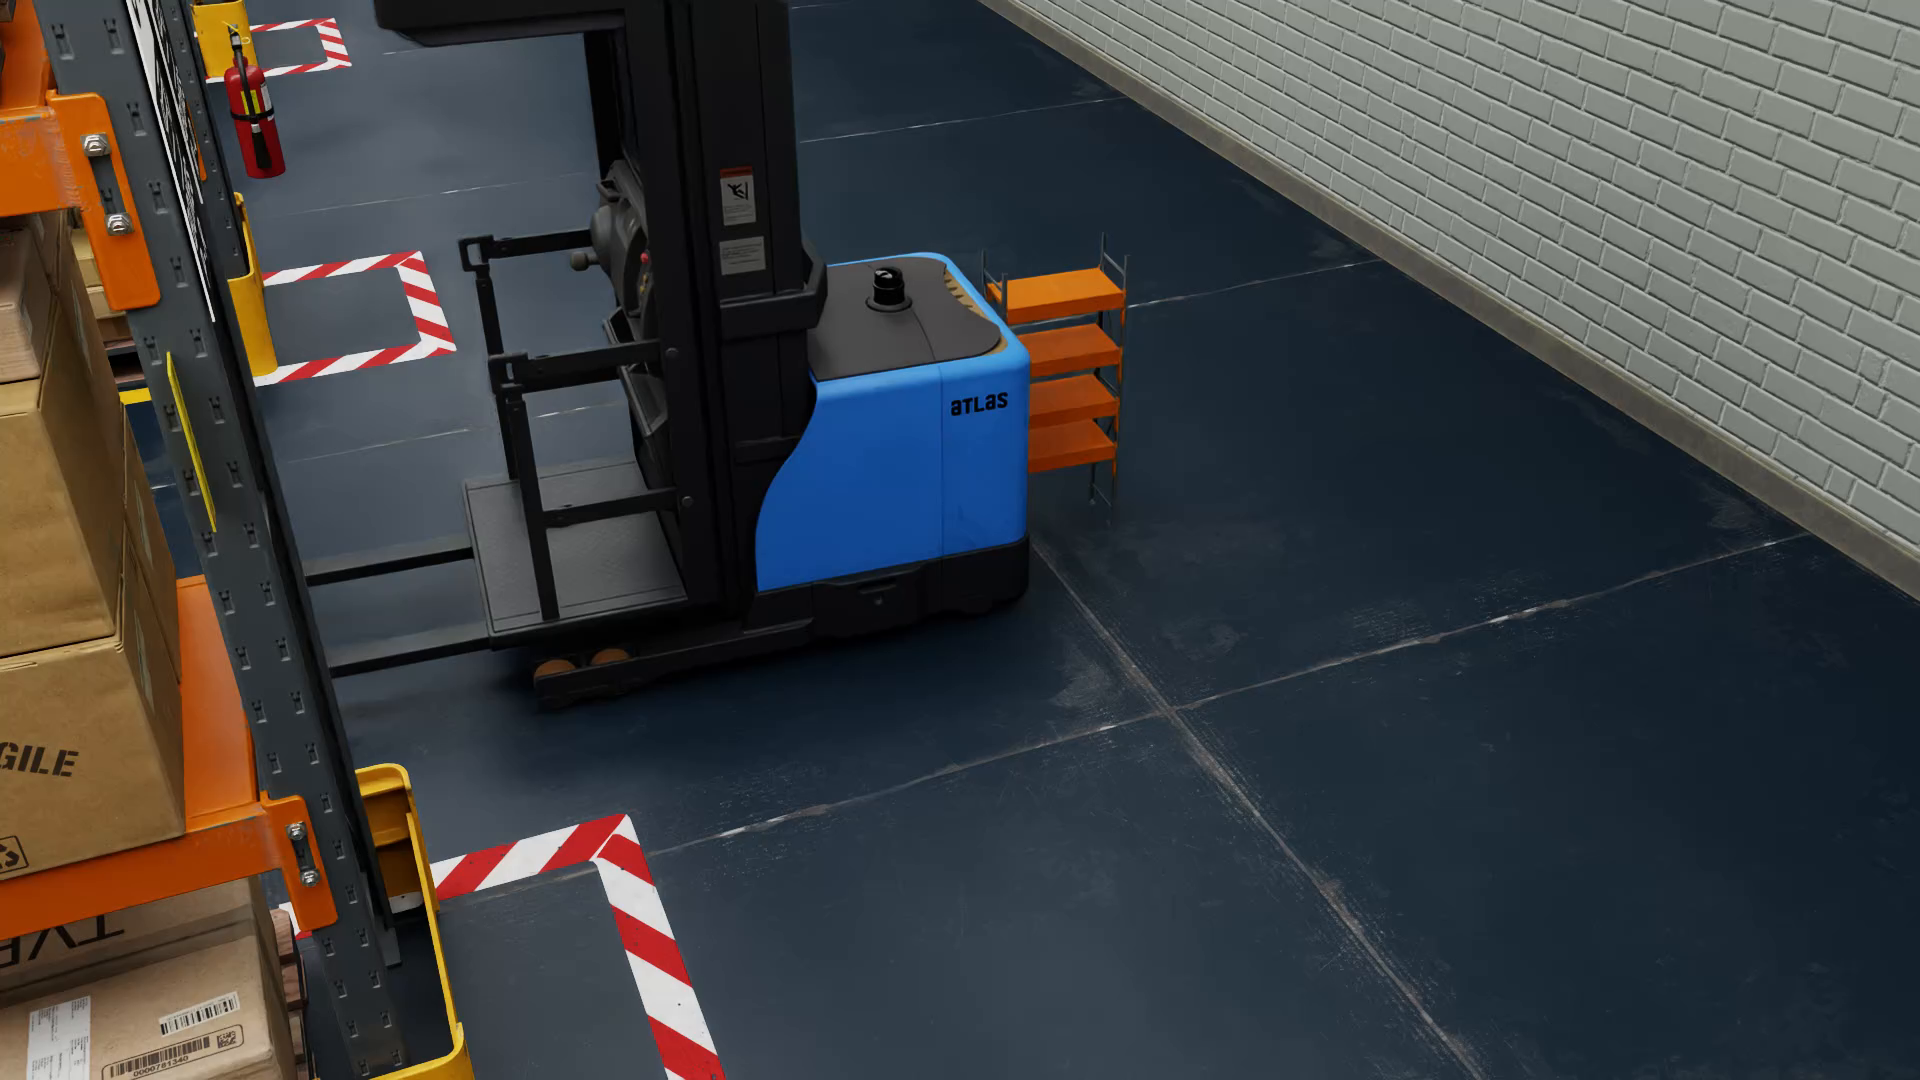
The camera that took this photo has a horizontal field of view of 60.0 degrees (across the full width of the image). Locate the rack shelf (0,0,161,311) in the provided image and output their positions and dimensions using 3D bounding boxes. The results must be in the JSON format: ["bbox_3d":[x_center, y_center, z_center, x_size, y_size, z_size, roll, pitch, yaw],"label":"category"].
[{"bbox_3d":[-3.421,-0.398,2.521,4.000,0.370,1.077,-13,35,-19],"label":"rack shelf"}]

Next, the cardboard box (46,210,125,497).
[{"bbox_3d":[-2.129,-0.368,3.556,0.500,0.500,0.500,-14,35,-20],"label":"cardboard box"}]

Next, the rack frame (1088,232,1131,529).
[{"bbox_3d":[0.588,-0.612,6.591,0.015,1.200,0.240,-11,35,-16],"label":"rack frame"}]

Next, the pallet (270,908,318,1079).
[{"bbox_3d":[-2.284,1.512,4.232,1.213,0.211,1.003,-13,35,-19],"label":"pallet"}]

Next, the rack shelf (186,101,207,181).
[{"bbox_3d":[-5.430,-1.609,7.132,4.000,0.370,1.077,-13,35,-19],"label":"rack shelf"}]

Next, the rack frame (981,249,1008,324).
[{"bbox_3d":[0.127,-0.524,6.456,0.015,1.200,0.240,-11,35,-16],"label":"rack frame"}]

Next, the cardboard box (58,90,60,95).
[{"bbox_3d":[-4.021,-1.983,7.277,0.250,0.149,0.380,-13,35,-19],"label":"cardboard box"}]

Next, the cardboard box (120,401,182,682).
[{"bbox_3d":[-2.130,0.050,3.831,0.500,0.500,0.500,-13,35,-19],"label":"cardboard box"}]

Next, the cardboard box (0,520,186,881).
[{"bbox_3d":[-1.919,0.328,3.403,0.500,0.500,0.500,-13,35,-19],"label":"cardboard box"}]

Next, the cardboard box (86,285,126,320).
[{"bbox_3d":[-3.962,-1.183,7.774,0.250,0.149,0.380,-14,36,-20],"label":"cardboard box"}]

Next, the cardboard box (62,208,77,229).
[{"bbox_3d":[-4.408,-1.504,7.995,0.250,0.149,0.380,-12,35,-18],"label":"cardboard box"}]

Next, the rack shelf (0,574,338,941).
[{"bbox_3d":[-3.421,0.859,3.339,4.000,0.370,1.077,-13,35,-19],"label":"rack shelf"}]

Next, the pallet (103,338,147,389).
[{"bbox_3d":[-4.419,-0.994,8.084,1.213,0.211,1.003,-13,35,-19],"label":"pallet"}]

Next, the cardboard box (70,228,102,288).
[{"bbox_3d":[-3.976,-1.324,7.718,0.250,0.149,0.380,-12,35,-18],"label":"cardboard box"}]

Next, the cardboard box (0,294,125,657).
[{"bbox_3d":[-1.929,-0.104,3.151,0.500,0.500,0.500,-12,35,-17],"label":"cardboard box"}]

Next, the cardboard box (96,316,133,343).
[{"bbox_3d":[-3.991,-1.098,7.915,0.250,0.149,0.380,-12,35,-18],"label":"cardboard box"}]

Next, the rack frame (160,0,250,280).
[{"bbox_3d":[-3.586,-2.333,7.584,0.127,3.000,1.000,-13,35,-19],"label":"rack frame"}]

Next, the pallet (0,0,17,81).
[{"bbox_3d":[-2.257,-0.923,2.749,1.213,0.211,1.003,-13,35,-19],"label":"pallet"}]

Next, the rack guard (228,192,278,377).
[{"bbox_3d":[-3.656,-1.269,8.241,0.348,0.500,1.175,-13,35,-19],"label":"rack guard"}]

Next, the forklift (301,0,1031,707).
[{"bbox_3d":[-1.311,-0.965,5.546,3.031,2.935,1.130,-11,35,-16],"label":"forklift"}]

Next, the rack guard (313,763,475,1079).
[{"bbox_3d":[-1.554,1.178,4.481,0.348,0.500,1.175,-13,35,-19],"label":"rack guard"}]

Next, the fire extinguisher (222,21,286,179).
[{"bbox_3d":[-3.175,-1.965,7.432,0.183,0.674,0.296,-13,35,-19],"label":"fire extinguisher"}]

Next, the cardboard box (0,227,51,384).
[{"bbox_3d":[-1.830,-0.421,3.044,0.250,0.149,0.380,-12,35,-18],"label":"cardboard box"}]

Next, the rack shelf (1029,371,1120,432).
[{"bbox_3d":[0.357,-0.512,6.560,0.480,0.148,0.258,-11,35,-16],"label":"rack shelf"}]

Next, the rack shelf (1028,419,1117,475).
[{"bbox_3d":[0.357,-0.345,6.668,0.480,0.148,0.258,-11,35,-16],"label":"rack shelf"}]

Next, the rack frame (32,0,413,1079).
[{"bbox_3d":[-1.577,0.135,3.792,0.127,3.000,1.000,-13,35,-19],"label":"rack frame"}]

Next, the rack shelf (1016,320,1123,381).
[{"bbox_3d":[0.357,-0.699,6.438,0.480,0.148,0.258,-11,35,-16],"label":"rack shelf"}]

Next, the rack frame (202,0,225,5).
[{"bbox_3d":[-5.413,-4.848,11.450,0.127,3.000,1.000,-13,35,-19],"label":"rack frame"}]

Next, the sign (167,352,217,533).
[{"bbox_3d":[-1.379,-0.173,2.987,0.005,0.325,0.100,-13,35,-19],"label":"sign"}]

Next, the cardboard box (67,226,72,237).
[{"bbox_3d":[-4.230,-1.300,7.680,0.250,0.149,0.380,-12,35,-18],"label":"cardboard box"}]

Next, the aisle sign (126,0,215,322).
[{"bbox_3d":[-1.390,-0.814,2.866,0.004,0.787,0.394,-13,35,-19],"label":"aisle sign"}]

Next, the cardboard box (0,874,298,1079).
[{"bbox_3d":[-2.146,1.223,4.084,0.875,0.438,0.875,-14,36,-21],"label":"cardboard box"}]

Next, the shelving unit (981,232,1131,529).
[{"bbox_3d":[0.357,-0.568,6.523,0.503,1.200,0.258,-11,35,-16],"label":"shelving unit"}]

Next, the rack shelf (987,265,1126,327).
[{"bbox_3d":[0.357,-0.898,6.309,0.480,0.148,0.258,-11,35,-16],"label":"rack shelf"}]

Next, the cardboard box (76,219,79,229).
[{"bbox_3d":[-4.443,-1.427,8.149,0.250,0.149,0.380,-13,35,-19],"label":"cardboard box"}]

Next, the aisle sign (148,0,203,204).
[{"bbox_3d":[-1.623,-1.115,3.330,0.004,0.787,0.394,-13,35,-19],"label":"aisle sign"}]

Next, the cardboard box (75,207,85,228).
[{"bbox_3d":[-4.201,-1.623,8.178,0.250,0.149,0.380,-15,36,-21],"label":"cardboard box"}]

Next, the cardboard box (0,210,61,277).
[{"bbox_3d":[-2.011,-0.662,3.414,0.250,0.149,0.380,-12,35,-18],"label":"cardboard box"}]

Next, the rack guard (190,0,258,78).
[{"bbox_3d":[-5.391,-3.805,12.140,0.348,0.500,1.175,-13,35,-19],"label":"rack guard"}]
